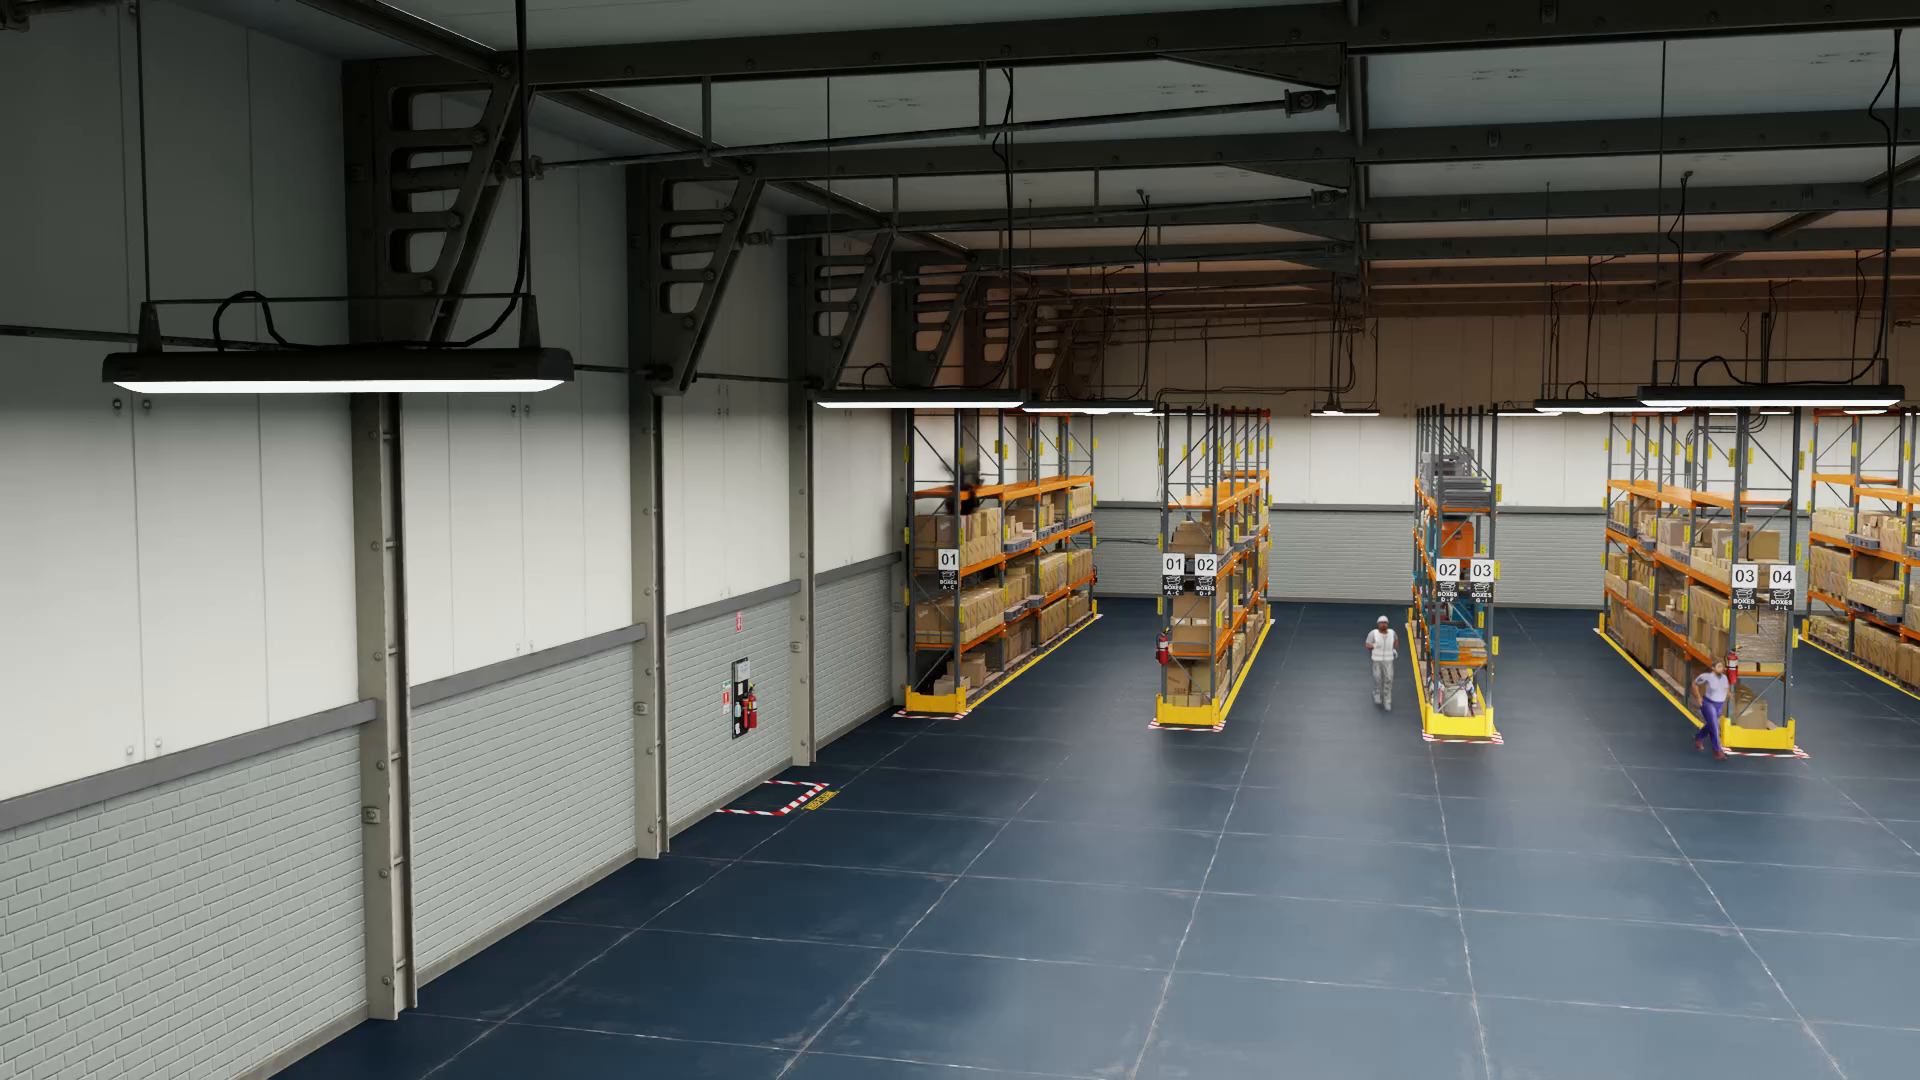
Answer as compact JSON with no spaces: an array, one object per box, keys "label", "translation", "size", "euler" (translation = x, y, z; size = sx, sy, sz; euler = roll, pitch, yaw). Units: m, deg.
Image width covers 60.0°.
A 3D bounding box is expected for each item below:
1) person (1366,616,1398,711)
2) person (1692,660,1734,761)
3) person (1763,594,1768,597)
[{"label":"person","translation":[8.369,2.414,32.944],"size":[0.664,1.823,0.824],"euler":[0,4,7]},{"label":"person","translation":[12.792,2.846,28.303],"size":[0.560,1.656,0.932],"euler":[-1,4,-17]},{"label":"person","translation":[20.735,1.787,43.667],"size":[0.543,1.510,0.782],"euler":[-3,5,-32]}]
